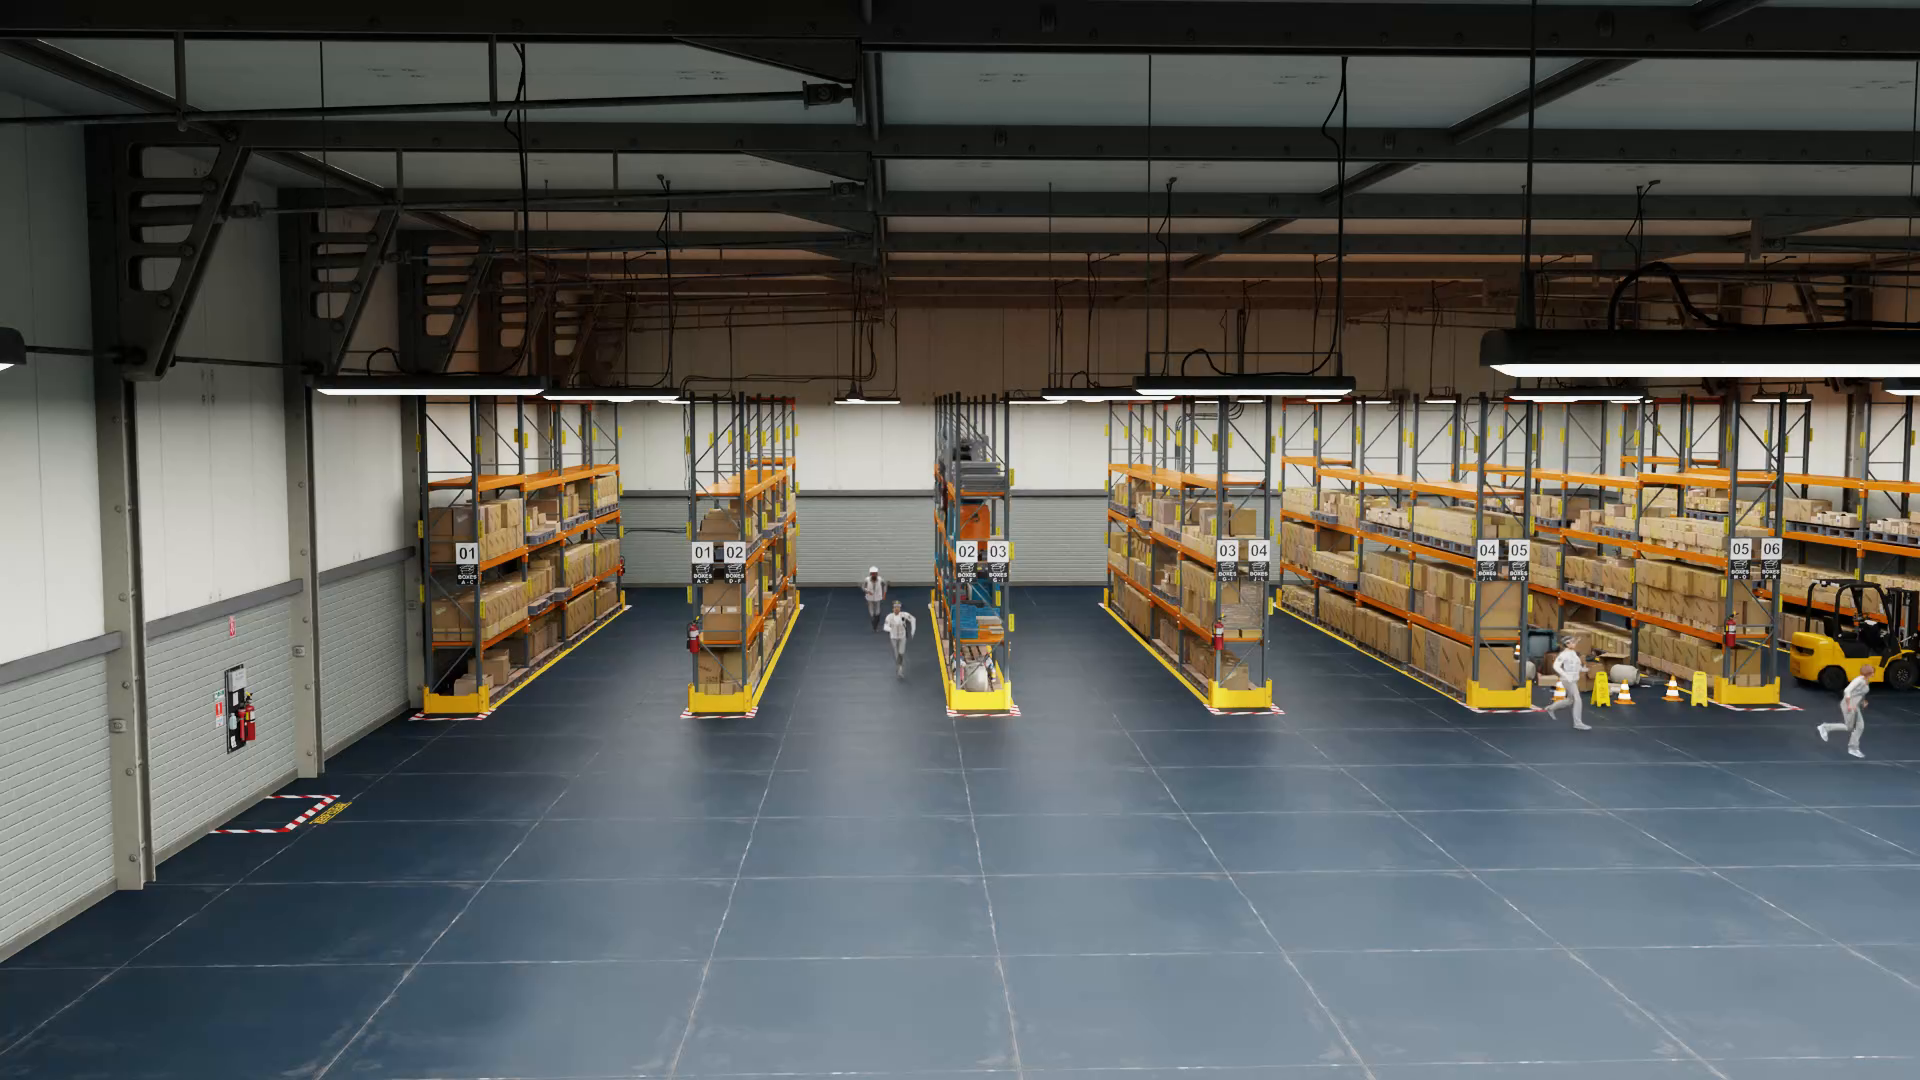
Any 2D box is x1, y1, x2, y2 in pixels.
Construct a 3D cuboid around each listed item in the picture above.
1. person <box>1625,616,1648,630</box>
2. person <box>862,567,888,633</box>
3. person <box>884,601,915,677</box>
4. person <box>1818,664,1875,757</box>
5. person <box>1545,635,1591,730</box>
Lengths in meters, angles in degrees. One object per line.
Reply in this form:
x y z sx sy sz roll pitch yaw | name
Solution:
16.894 1.564 41.475 0.590 1.665 0.909 -1 5 -15 | person
-2.162 1.514 42.126 0.648 1.702 0.723 0 5 0 | person
-1.275 2.079 34.972 0.646 1.639 0.749 0 5 3 | person
14.631 2.784 27.444 0.810 1.546 0.538 4 6 40 | person
10.849 2.508 29.637 0.835 1.667 0.626 4 6 40 | person
